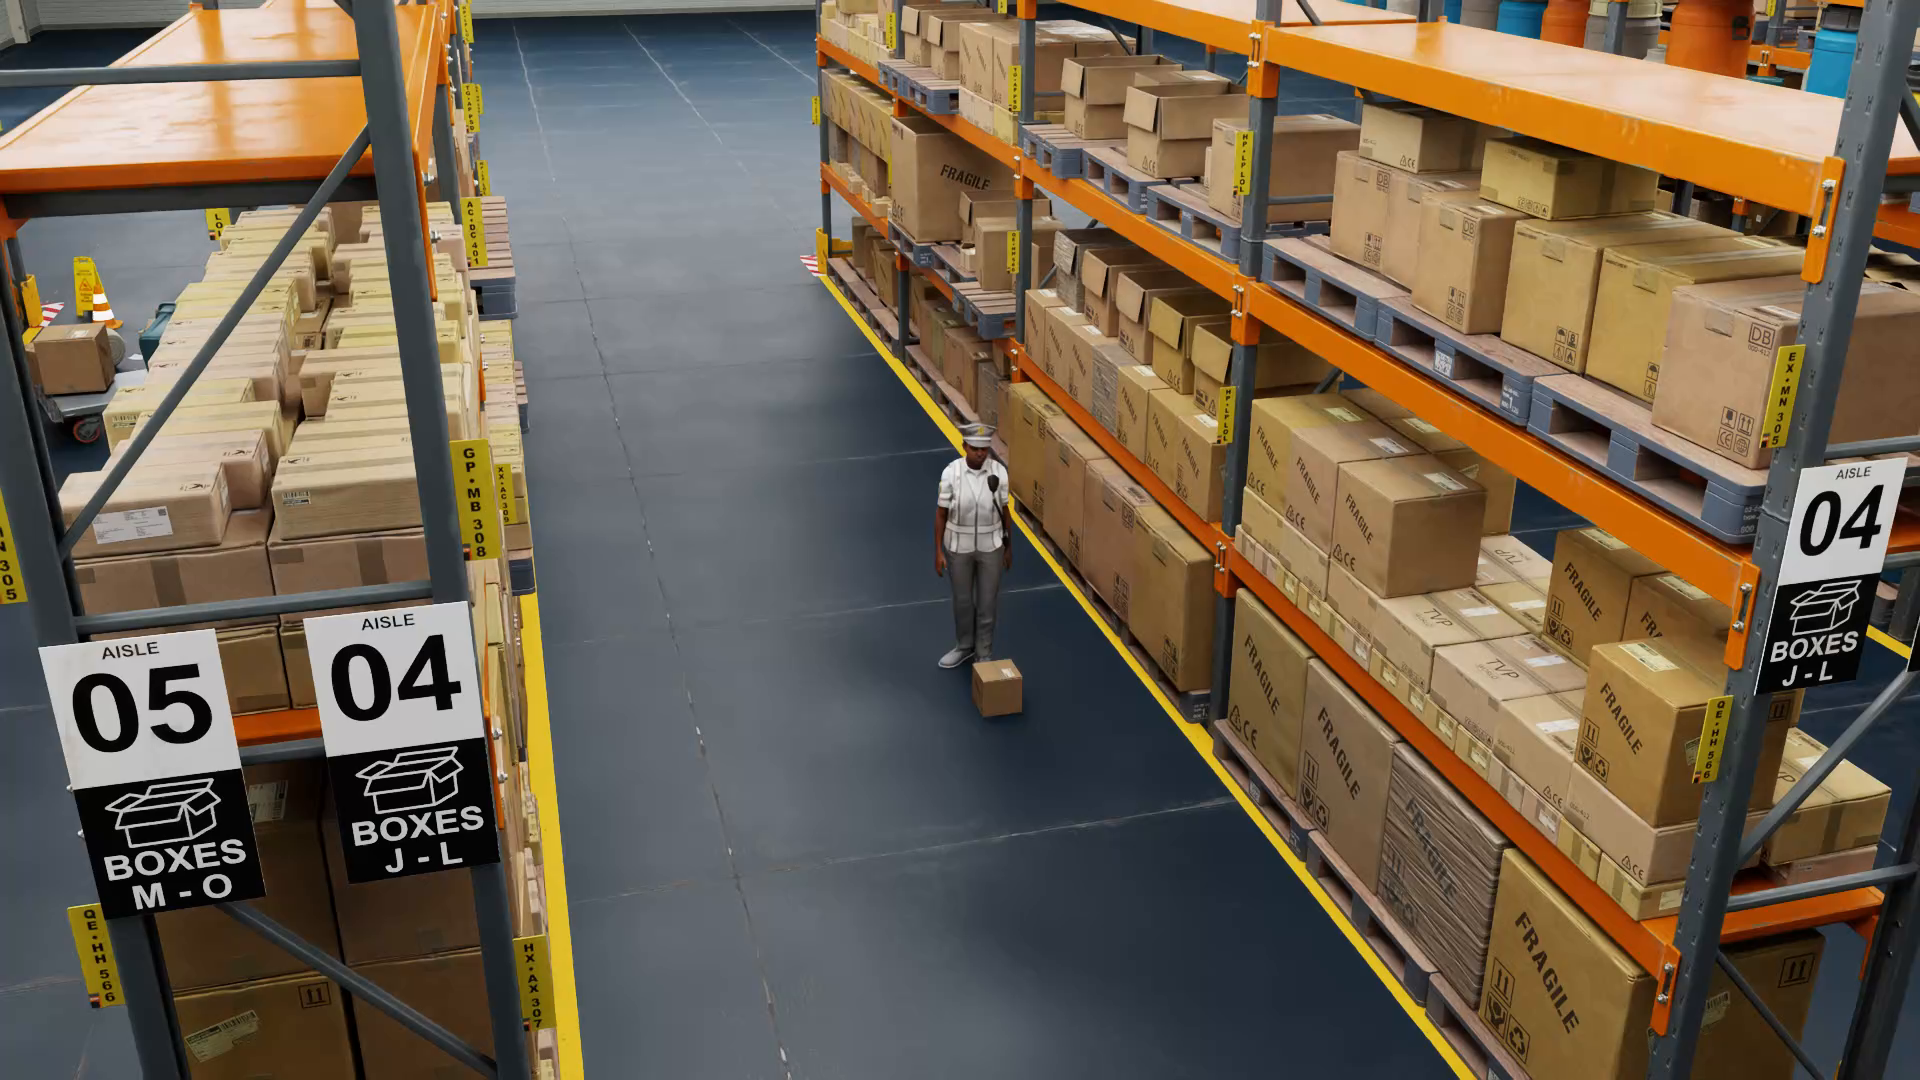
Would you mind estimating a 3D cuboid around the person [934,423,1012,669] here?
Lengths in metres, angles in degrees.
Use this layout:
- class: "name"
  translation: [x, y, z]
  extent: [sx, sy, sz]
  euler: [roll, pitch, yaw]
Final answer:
- class: "person"
  translation: [0.084, 0.053, 10.464]
  extent: [0.497, 1.700, 0.395]
  euler: [-1, 23, -2]
